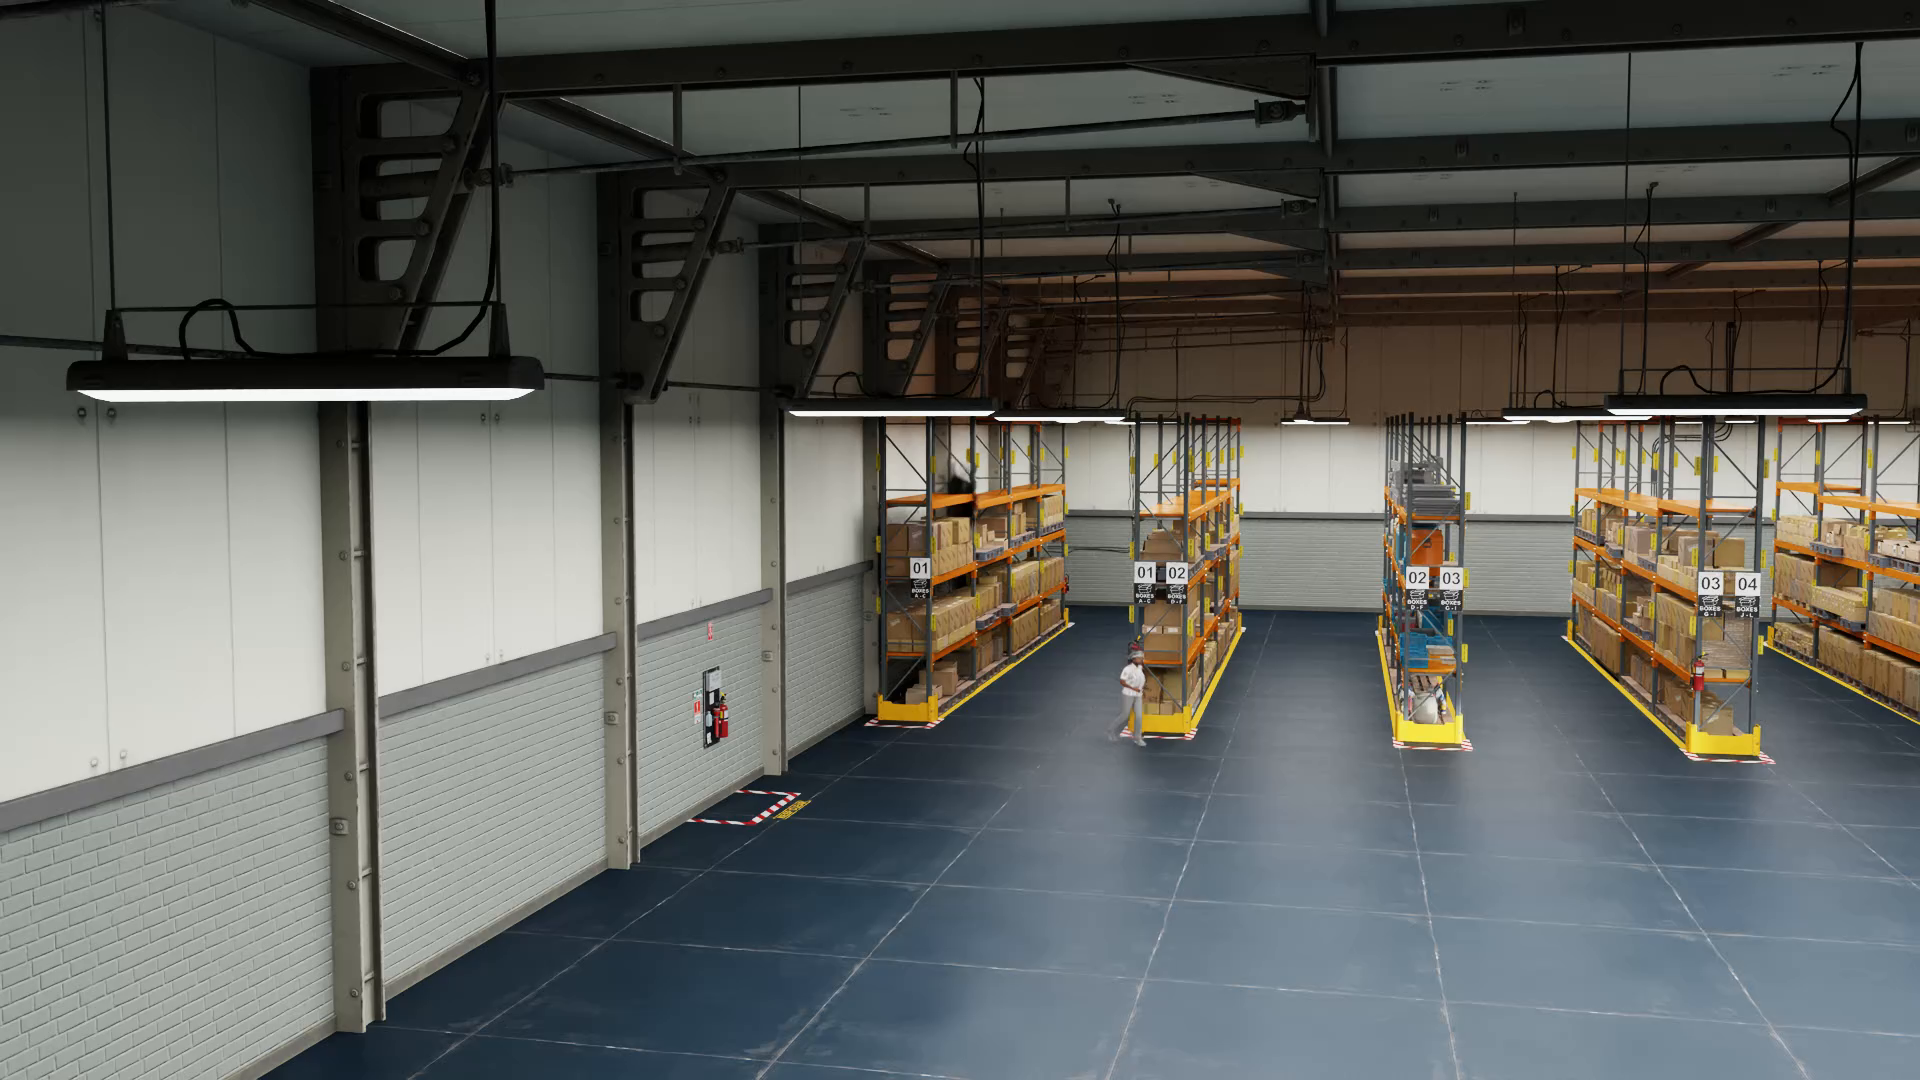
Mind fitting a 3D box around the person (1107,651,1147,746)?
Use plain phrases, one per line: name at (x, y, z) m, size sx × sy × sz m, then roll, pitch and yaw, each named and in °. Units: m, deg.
person at (3.152, 2.836, 30.125) m, size 0.627 × 1.687 × 0.836 m, roll -3°, pitch 5°, yaw -37°
